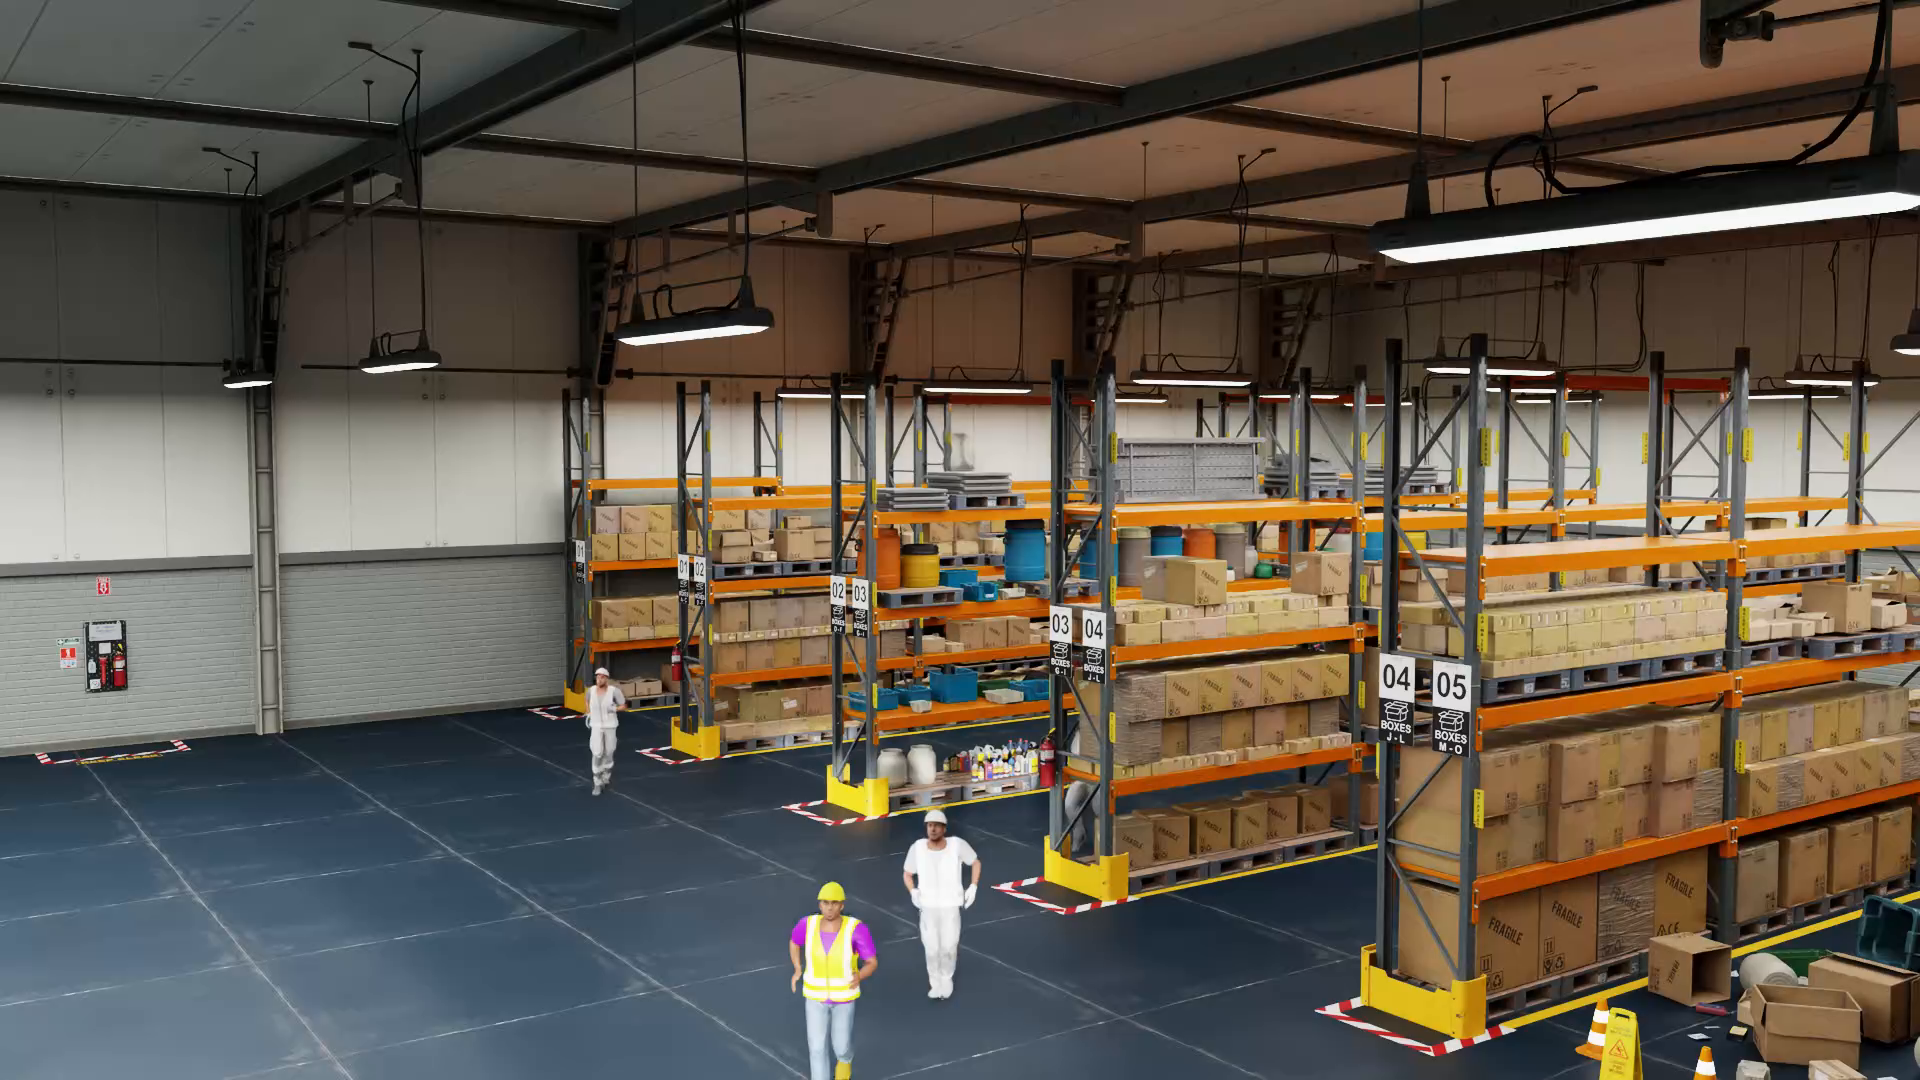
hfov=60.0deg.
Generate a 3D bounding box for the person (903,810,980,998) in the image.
[{"bbox_3d":[-0.186,3.319,15.076,0.695,1.736,0.590,0,4,7],"label":"person"}]

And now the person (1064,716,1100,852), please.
[{"bbox_3d":[1.611,2.983,20.588,0.839,1.826,0.570,-4,5,-44],"label":"person"}]

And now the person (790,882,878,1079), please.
[{"bbox_3d":[-0.974,3.471,12.623,0.700,1.770,0.968,0,4,3],"label":"person"}]

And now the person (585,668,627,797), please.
[{"bbox_3d":[-5.105,2.750,23.930,0.616,1.851,0.779,0,4,-7],"label":"person"}]
